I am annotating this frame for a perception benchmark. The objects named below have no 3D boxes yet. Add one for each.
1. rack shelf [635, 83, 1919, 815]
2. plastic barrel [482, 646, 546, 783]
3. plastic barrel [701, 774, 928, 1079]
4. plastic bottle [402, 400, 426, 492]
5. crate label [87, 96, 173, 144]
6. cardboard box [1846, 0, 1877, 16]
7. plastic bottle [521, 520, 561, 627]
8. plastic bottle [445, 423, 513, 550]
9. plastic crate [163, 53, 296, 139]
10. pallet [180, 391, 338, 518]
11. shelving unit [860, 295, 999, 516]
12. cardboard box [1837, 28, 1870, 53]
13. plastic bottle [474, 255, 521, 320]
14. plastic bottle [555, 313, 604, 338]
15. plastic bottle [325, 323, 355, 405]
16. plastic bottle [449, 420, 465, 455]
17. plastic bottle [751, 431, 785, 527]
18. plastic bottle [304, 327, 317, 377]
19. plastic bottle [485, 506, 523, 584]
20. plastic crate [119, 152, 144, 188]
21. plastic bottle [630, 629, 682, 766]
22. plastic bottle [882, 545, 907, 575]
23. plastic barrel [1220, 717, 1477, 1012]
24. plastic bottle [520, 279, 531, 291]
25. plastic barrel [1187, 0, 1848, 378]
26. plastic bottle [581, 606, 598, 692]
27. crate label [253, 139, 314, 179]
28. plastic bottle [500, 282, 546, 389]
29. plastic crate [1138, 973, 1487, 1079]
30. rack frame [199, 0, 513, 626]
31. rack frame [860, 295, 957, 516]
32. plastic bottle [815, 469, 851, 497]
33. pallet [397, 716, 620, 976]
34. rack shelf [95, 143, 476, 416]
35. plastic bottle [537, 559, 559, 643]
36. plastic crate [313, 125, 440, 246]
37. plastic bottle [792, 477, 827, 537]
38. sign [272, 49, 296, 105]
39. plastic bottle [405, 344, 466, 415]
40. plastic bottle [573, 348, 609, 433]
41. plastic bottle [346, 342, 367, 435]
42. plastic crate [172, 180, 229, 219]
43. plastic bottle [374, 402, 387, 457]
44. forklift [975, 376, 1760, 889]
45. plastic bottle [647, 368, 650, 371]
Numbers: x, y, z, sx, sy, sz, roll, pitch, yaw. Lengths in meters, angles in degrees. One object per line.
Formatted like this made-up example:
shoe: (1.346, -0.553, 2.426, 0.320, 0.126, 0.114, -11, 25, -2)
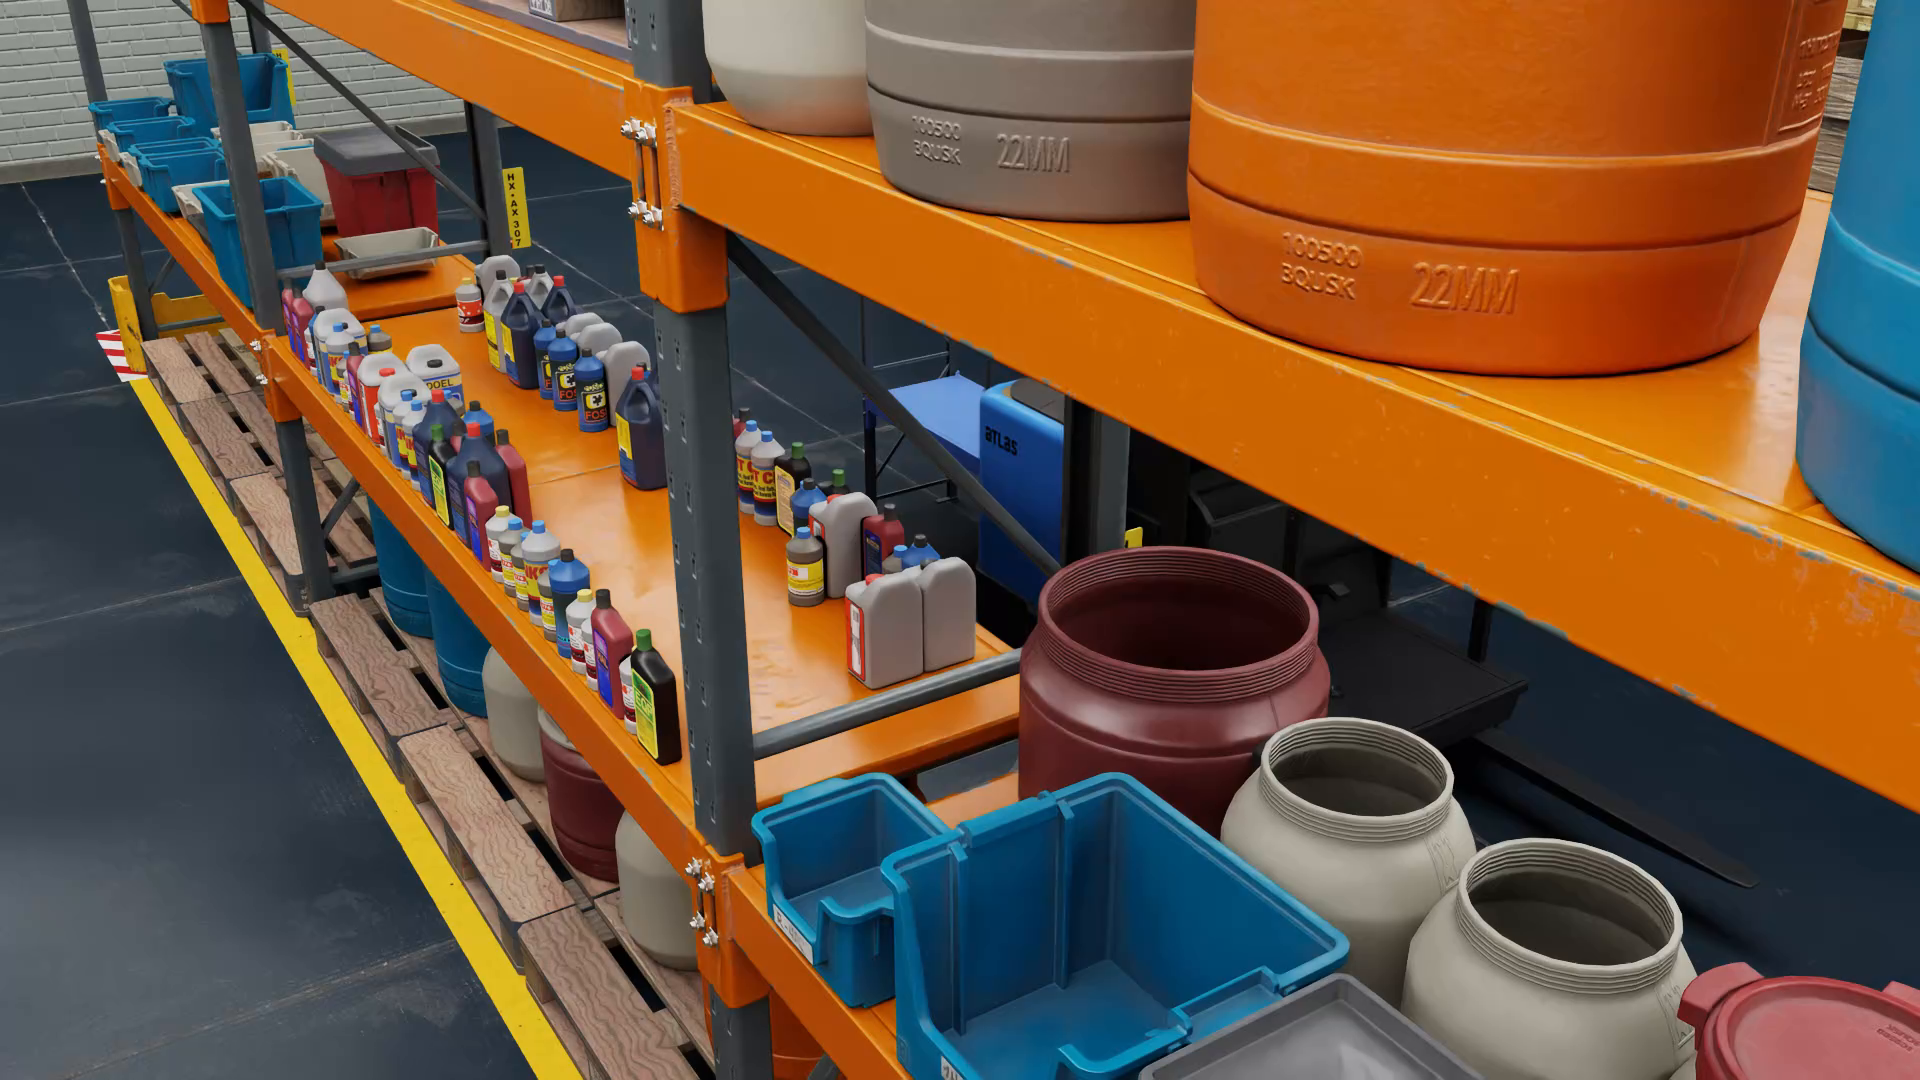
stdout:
rack shelf: (1.001, 0.018, 1.527, 1.077, 0.370, 4.000, -16, 29, -30)
plastic barrel: (-1.372, 0.513, 5.572, 0.421, 0.512, 0.421, 0, 25, 0)
plastic barrel: (-0.372, 0.955, 4.265, 0.600, 0.830, 0.708, -16, 29, -30)
plastic bottle: (-1.616, -0.287, 4.996, 0.097, 0.271, 0.097, 0, 25, 0)
crate label: (-4.599, -2.314, 9.263, 0.416, 0.233, 0.303, -16, 29, -30)
cardboard box: (5.916, -3.468, 10.688, 0.380, 0.149, 0.250, -14, 29, -27)
plastic bottle: (-1.055, 0.080, 4.218, 0.097, 0.271, 0.097, 0, 25, 0)
plastic bottle: (-1.345, -0.164, 4.642, 0.144, 0.351, 0.185, -16, 29, -30)
plastic crate: (-4.119, -2.494, 9.408, 0.616, 0.435, 0.499, -16, 29, -30)
pallet: (-3.379, -0.526, 8.618, 1.003, 0.211, 1.213, -16, 29, -30)
shelving unit: (0.047, -0.648, 7.365, 0.538, 1.500, 1.048, -16, 29, -30)
cardboard box: (3.320, -1.818, 6.795, 0.797, 0.503, 0.637, -15, 29, -28)
plastic bottle: (-1.789, -0.975, 6.447, 0.152, 0.276, 0.135, -16, 29, -30)
plastic bottle: (-1.314, -0.664, 5.788, 0.152, 0.276, 0.135, -16, 29, -30)
plastic bottle: (-2.101, -0.605, 5.669, 0.097, 0.271, 0.097, 0, 25, 0)
plastic bottle: (-1.416, -0.195, 4.787, 0.061, 0.283, 0.133, -16, 29, -30)
plastic bottle: (-0.548, -0.181, 4.771, 0.097, 0.271, 0.097, 0, 25, 0)
plastic bottle: (-2.281, -0.692, 5.934, 0.097, 0.201, 0.097, 0, 25, 0)
plastic bottle: (-1.215, 0.007, 4.455, 0.097, 0.201, 0.097, 0, 25, 0)
plastic crate: (-4.123, -1.894, 8.486, 0.250, 0.136, 0.298, -16, 29, -30)
plastic bottle: (-0.669, 0.342, 3.649, 0.061, 0.283, 0.133, -16, 29, -30)
plastic bottle: (-0.150, 0.111, 4.234, 0.097, 0.201, 0.097, 0, 25, 0)
plastic barrel: (0.650, 0.602, 2.831, 0.421, 0.512, 0.421, 0, 25, 0)
plastic bottle: (-1.589, -0.844, 6.170, 0.152, 0.276, 0.135, -16, 29, -30)
plastic barrel: (0.533, -0.638, 1.572, 0.600, 0.830, 0.708, -16, 29, -30)
plastic bottle: (-0.843, 0.251, 3.938, 0.097, 0.201, 0.097, 0, 25, 0)
crate label: (-3.543, -1.985, 8.679, 0.396, 0.136, 0.243, -16, 29, -30)
plastic bottle: (-1.519, -0.722, 5.824, 0.144, 0.351, 0.185, -16, 29, -30)
plastic crate: (0.535, 0.954, 2.140, 0.402, 0.464, 0.583, -16, 29, -30)
rack frame: (-2.275, -1.097, 6.559, 1.000, 3.000, 0.127, -16, 29, -30)
rack frame: (-0.231, -0.830, 7.750, 0.500, 1.500, 0.032, -16, 29, -30)
plastic bottle: (-0.344, -0.067, 4.516, 0.061, 0.283, 0.133, -16, 29, -30)
pallet: (-1.218, 0.887, 5.624, 1.003, 0.211, 1.213, -16, 29, -30)
rack shelf: (-3.366, -1.487, 8.228, 1.077, 0.370, 4.000, -16, 29, -30)
plastic bottle: (-1.002, 0.146, 4.159, 0.097, 0.201, 0.097, 0, 25, 0)
plastic crate: (-2.552, -1.531, 7.333, 0.402, 0.464, 0.583, -16, 29, -30)
plastic bottle: (-0.400, -0.037, 4.465, 0.097, 0.271, 0.097, 0, 25, 0)
sign: (-4.006, -2.735, 9.839, 0.100, 0.325, 0.005, -16, 29, -30)
plastic bottle: (-1.708, -0.490, 5.421, 0.152, 0.276, 0.135, -16, 29, -30)
plastic bottle: (-1.208, -0.495, 5.435, 0.097, 0.271, 0.097, 0, 25, 0)
plastic bottle: (-1.947, -0.496, 5.423, 0.061, 0.283, 0.133, -16, 29, -30)
plastic crate: (-3.477, -1.557, 7.774, 0.293, 0.136, 0.466, -16, 29, -30)
plastic bottle: (-1.795, -0.373, 5.260, 0.097, 0.201, 0.097, 0, 25, 0)
forklift: (1.302, -0.545, 5.471, 1.130, 2.935, 3.031, -16, 30, -30)
plastic bottle: (-1.028, -0.464, 5.452, 0.097, 0.201, 0.097, 0, 25, 0)
